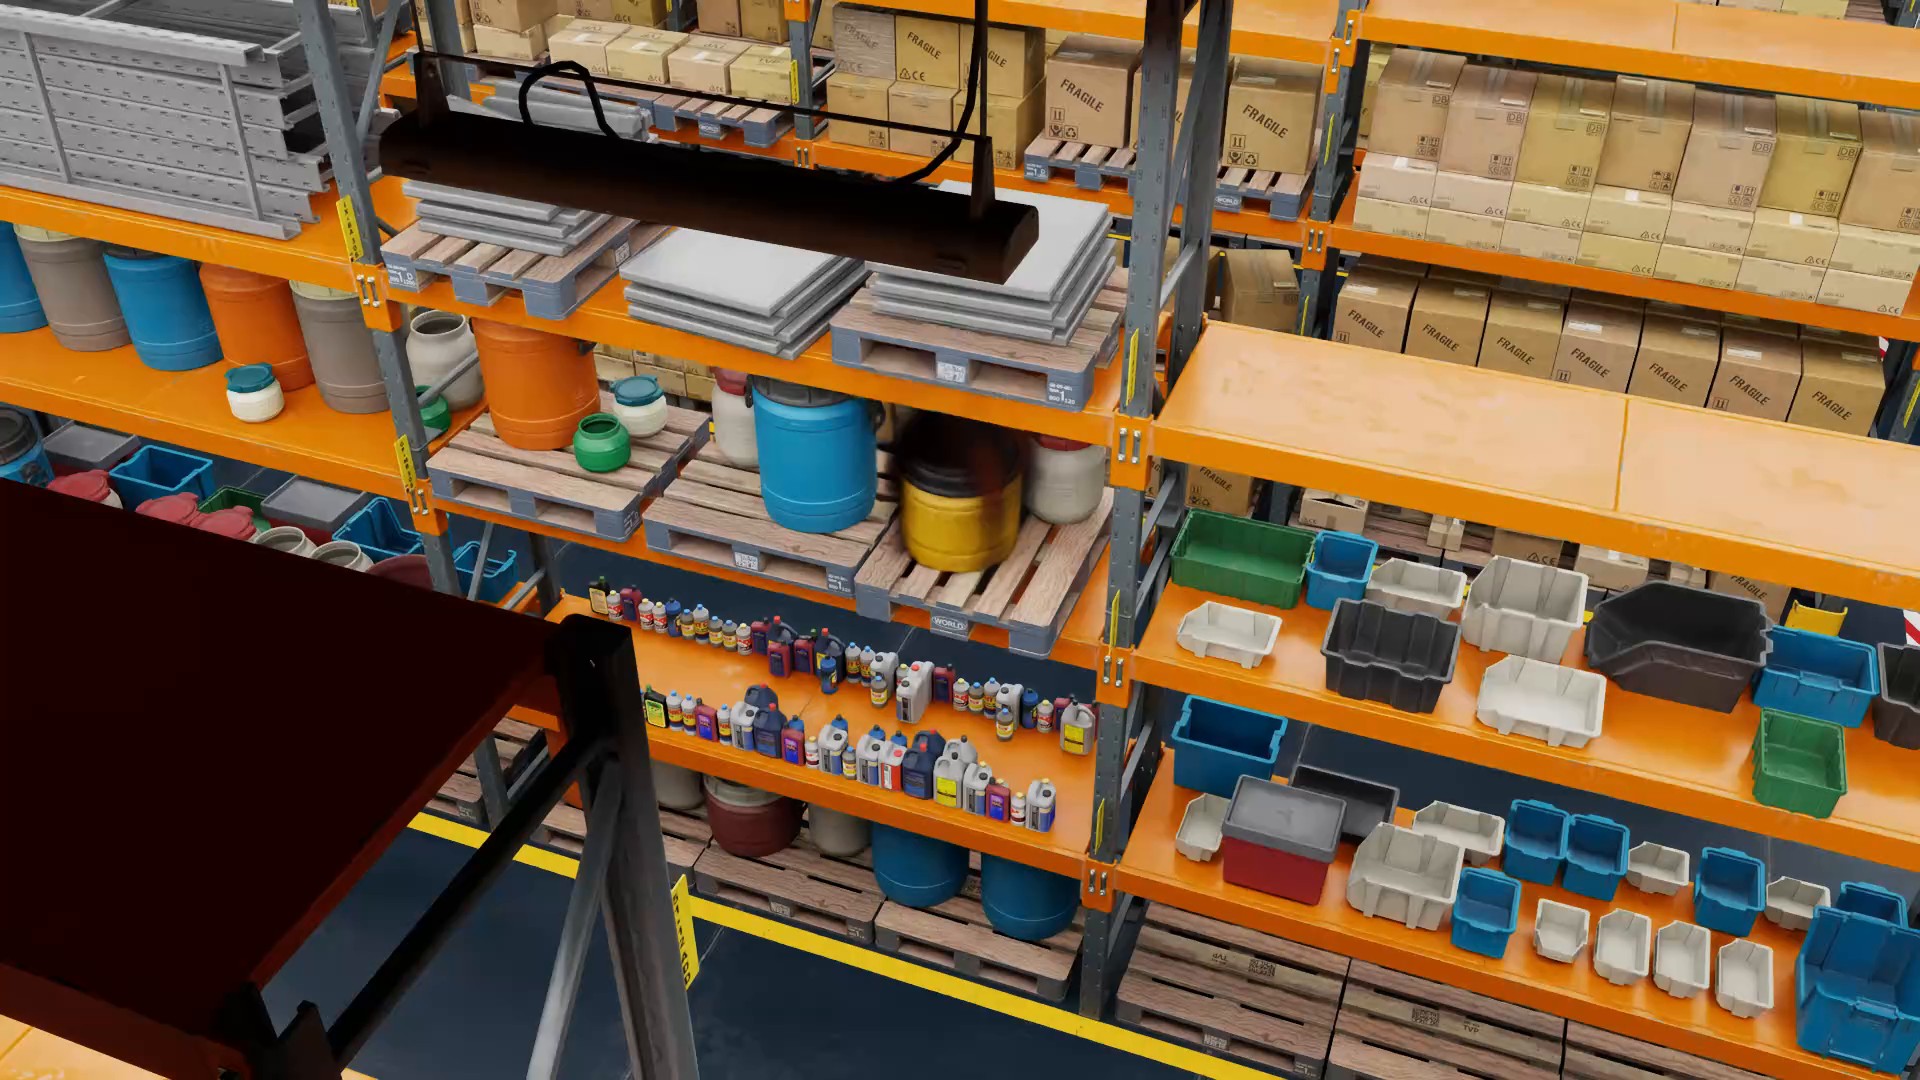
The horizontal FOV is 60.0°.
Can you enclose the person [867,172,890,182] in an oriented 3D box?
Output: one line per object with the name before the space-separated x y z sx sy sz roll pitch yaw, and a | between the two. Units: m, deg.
person | -0.751 -2.799 15.708 0.534 1.716 0.534 -23 42 -28
